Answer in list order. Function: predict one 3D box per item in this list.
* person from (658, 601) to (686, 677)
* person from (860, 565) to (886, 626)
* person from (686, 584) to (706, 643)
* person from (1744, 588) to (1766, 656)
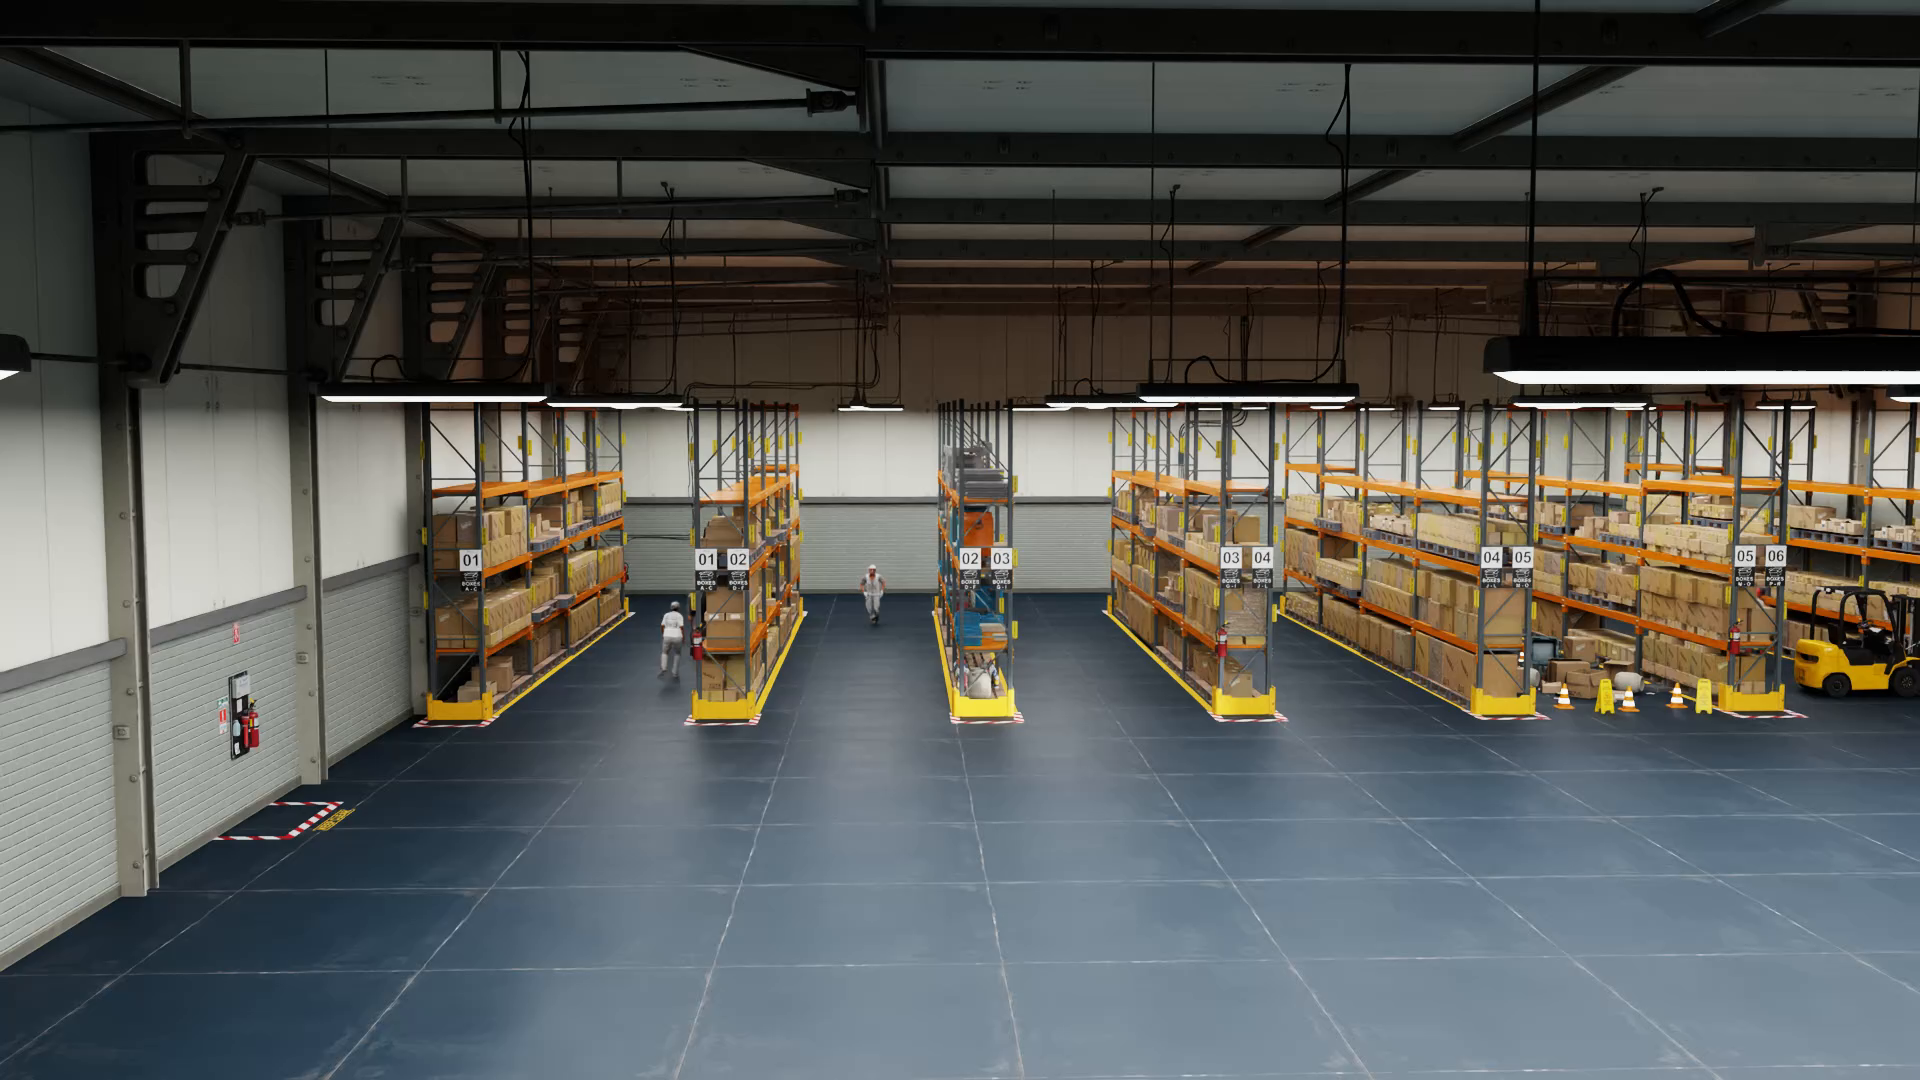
[{"bbox_3d":[-6.253,2.169,36.078,0.557,1.641,0.673,0,4,1],"label":"person"},{"bbox_3d":[-2.348,1.489,44.758,0.671,1.687,0.631,0,4,6],"label":"person"},{"bbox_3d":[-6.275,1.841,39.979,0.628,1.667,1.068,0,4,-5],"label":"person"},{"bbox_3d":[18.051,1.985,37.625,0.509,1.806,0.542,-1,4,-14],"label":"person"}]
